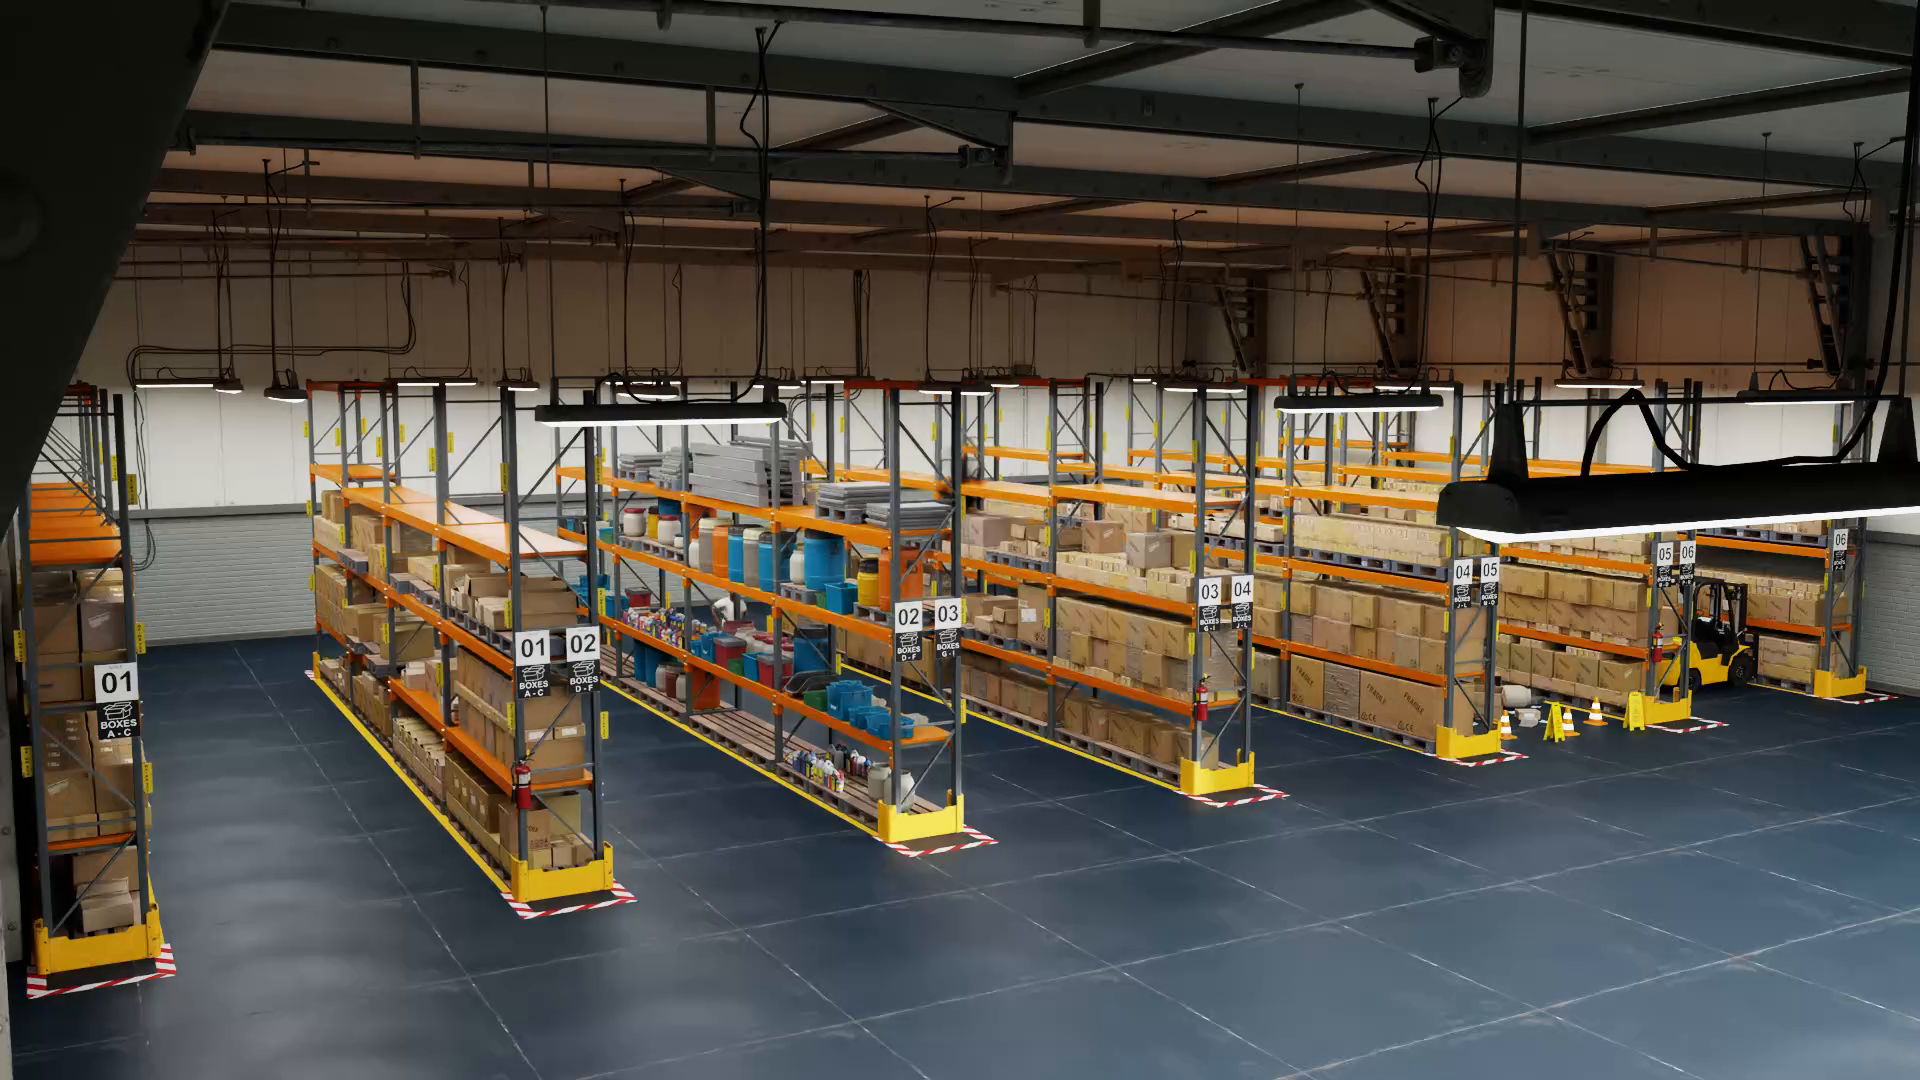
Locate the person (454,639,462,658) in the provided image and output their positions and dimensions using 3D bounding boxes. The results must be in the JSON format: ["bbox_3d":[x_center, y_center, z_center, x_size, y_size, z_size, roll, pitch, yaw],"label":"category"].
[{"bbox_3d":[-10.000,1.929,33.170,0.673,1.817,0.897,-4,7,-36],"label":"person"}]

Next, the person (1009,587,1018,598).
[{"bbox_3d":[1.351,1.064,41.889,0.892,1.620,0.611,5,8,37],"label":"person"}]

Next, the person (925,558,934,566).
[{"bbox_3d":[-0.763,1.255,39.472,0.728,1.733,0.912,-1,6,-8],"label":"person"}]

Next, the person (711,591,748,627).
[{"bbox_3d":[-4.725,1.813,34.292,0.709,1.810,0.868,-6,8,-43],"label":"person"}]
